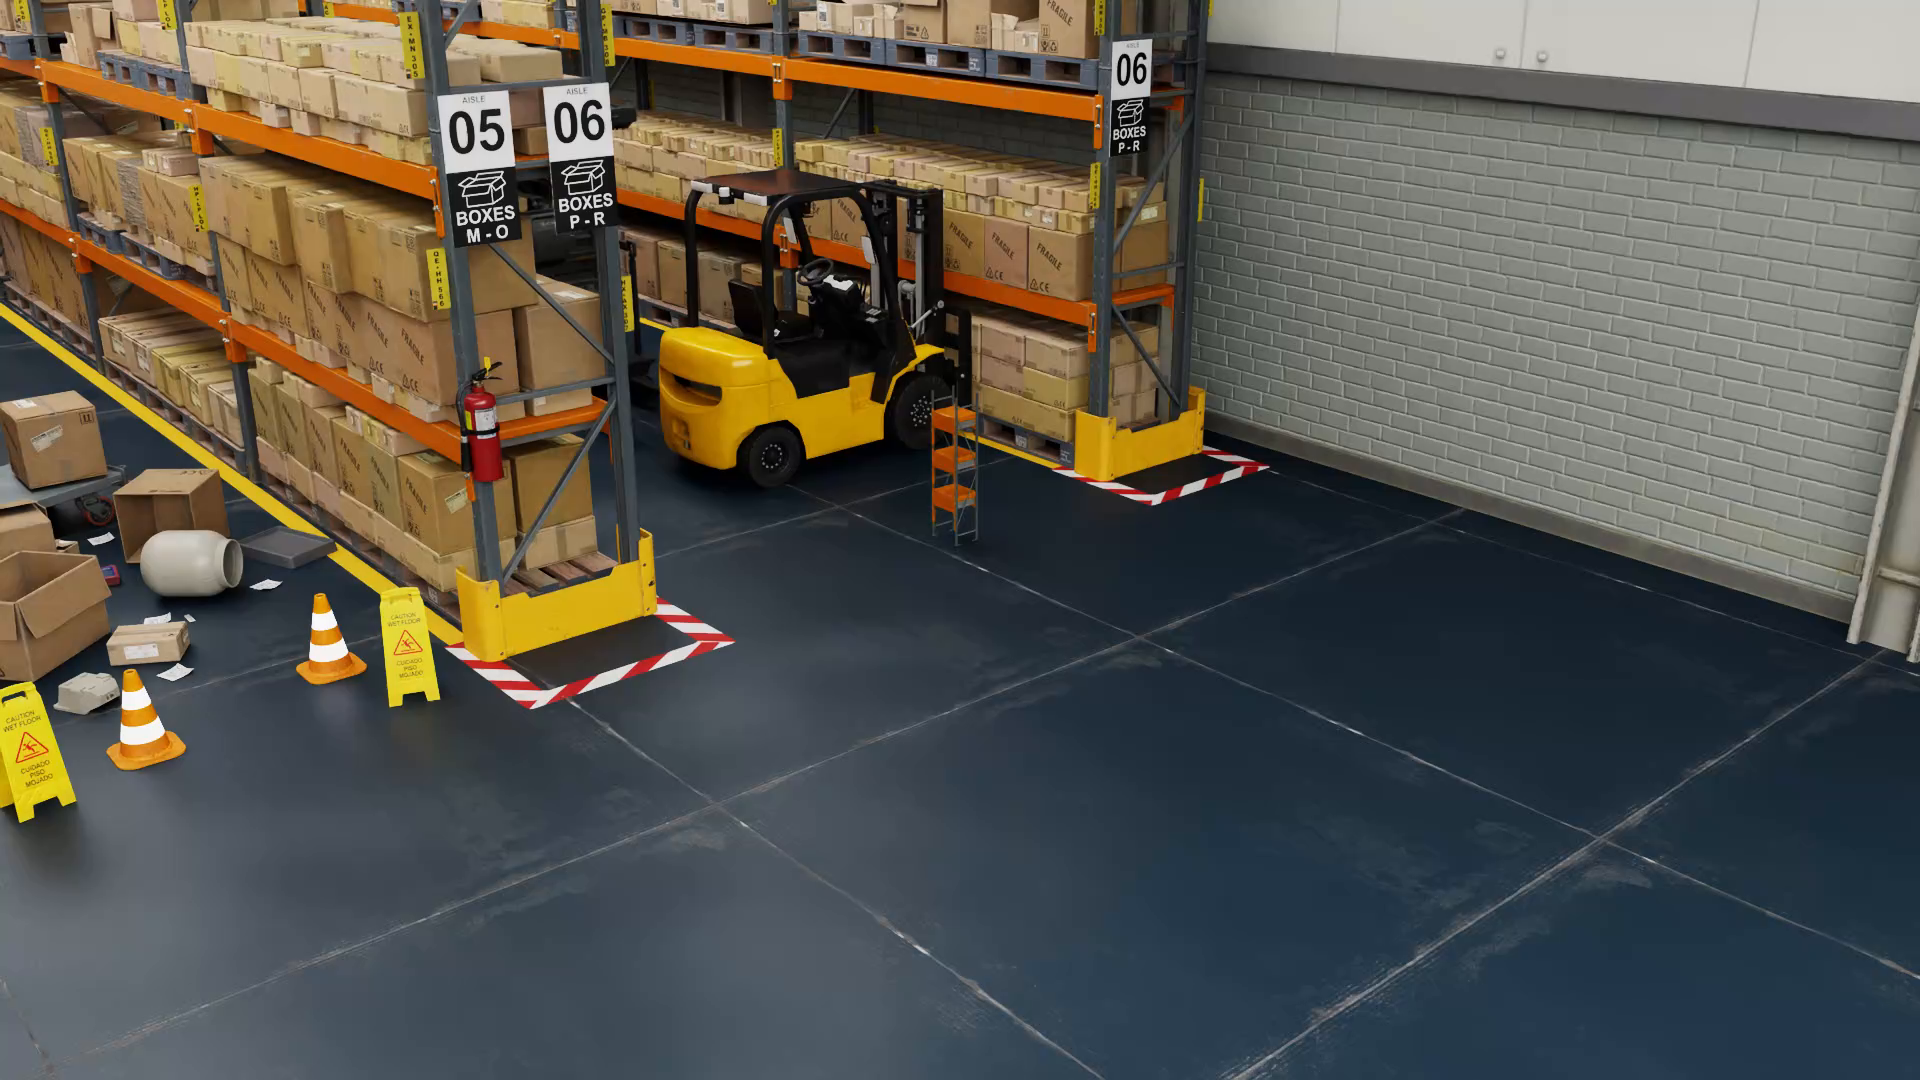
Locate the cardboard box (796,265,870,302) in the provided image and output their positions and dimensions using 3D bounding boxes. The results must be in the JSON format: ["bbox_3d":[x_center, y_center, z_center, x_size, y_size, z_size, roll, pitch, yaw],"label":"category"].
[{"bbox_3d":[-1.138,-2.301,15.070,0.500,0.250,0.500,-18,28,-38],"label":"cardboard box"}]

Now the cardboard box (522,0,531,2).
[{"bbox_3d":[-4.548,-5.942,18.088,0.380,0.149,0.250,-17,27,-36],"label":"cardboard box"}]

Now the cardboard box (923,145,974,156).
[{"bbox_3d":[-0.099,-3.320,14.412,0.380,0.149,0.250,-18,28,-38],"label":"cardboard box"}]

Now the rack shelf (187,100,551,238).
[{"bbox_3d":[-3.669,-2.455,10.513,1.077,0.370,4.000,-17,27,-37],"label":"rack shelf"}]

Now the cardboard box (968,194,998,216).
[{"bbox_3d":[0.281,-2.685,13.199,0.380,0.149,0.250,-19,28,-39],"label":"cardboard box"}]

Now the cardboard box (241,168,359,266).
[{"bbox_3d":[-4.227,-2.132,10.898,0.700,0.500,0.500,-18,28,-39],"label":"cardboard box"}]

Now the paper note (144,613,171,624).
[{"bbox_3d":[-4.929,0.489,10.209,0.148,0.019,0.142,-8,23,-19],"label":"paper note"}]

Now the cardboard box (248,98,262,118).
[{"bbox_3d":[-4.449,-2.875,10.942,0.380,0.149,0.250,-16,27,-36],"label":"cardboard box"}]

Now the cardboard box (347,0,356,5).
[{"bbox_3d":[-7.701,-7.010,21.501,0.380,0.149,0.250,-17,27,-37],"label":"cardboard box"}]

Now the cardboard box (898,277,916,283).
[{"bbox_3d":[-0.406,-2.283,15.024,0.500,0.250,0.500,-18,28,-38],"label":"cardboard box"}]

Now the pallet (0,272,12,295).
[{"bbox_3d":[-10.633,-3.087,19.075,1.003,0.211,1.213,-17,27,-37],"label":"pallet"}]

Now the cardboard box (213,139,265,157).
[{"bbox_3d":[-5.800,-3.118,13.323,0.380,0.149,0.250,-16,26,-35],"label":"cardboard box"}]

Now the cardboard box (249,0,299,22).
[{"bbox_3d":[-5.385,-4.093,12.653,0.500,0.250,0.500,-18,28,-39],"label":"cardboard box"}]

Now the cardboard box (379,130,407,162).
[{"bbox_3d":[-2.995,-2.214,9.254,0.380,0.149,0.250,-17,27,-37],"label":"cardboard box"}]

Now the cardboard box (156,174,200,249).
[{"bbox_3d":[-5.774,-2.536,12.726,0.500,0.500,0.500,-17,27,-37],"label":"cardboard box"}]

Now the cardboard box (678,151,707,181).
[{"bbox_3d":[-2.401,-3.649,16.209,0.500,0.250,0.500,-17,27,-36],"label":"cardboard box"}]

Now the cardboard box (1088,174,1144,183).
[{"bbox_3d":[1.211,-2.743,12.939,0.380,0.149,0.250,-16,27,-36],"label":"cardboard box"}]

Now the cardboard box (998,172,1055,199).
[{"bbox_3d":[0.519,-2.773,13.015,0.380,0.149,0.250,-17,27,-37],"label":"cardboard box"}]

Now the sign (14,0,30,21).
[{"bbox_3d":[-8.011,-4.596,14.174,0.100,0.325,0.005,-17,27,-37],"label":"sign"}]

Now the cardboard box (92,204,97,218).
[{"bbox_3d":[-7.355,-2.910,14.568,0.380,0.149,0.250,-20,29,-41],"label":"cardboard box"}]

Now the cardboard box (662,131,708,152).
[{"bbox_3d":[-2.696,-3.920,16.352,0.380,0.149,0.250,-18,28,-39],"label":"cardboard box"}]

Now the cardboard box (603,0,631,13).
[{"bbox_3d":[-3.134,-5.545,16.566,0.700,0.500,0.500,-18,28,-38],"label":"cardboard box"}]

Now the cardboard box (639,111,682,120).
[{"bbox_3d":[-3.206,-4.495,17.821,0.380,0.149,0.250,-17,27,-36],"label":"cardboard box"}]

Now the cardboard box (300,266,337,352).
[{"bbox_3d":[-3.890,-1.533,10.741,0.500,0.500,0.500,-17,27,-37],"label":"cardboard box"}]

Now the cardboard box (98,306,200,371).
[{"bbox_3d":[-7.224,-1.865,15.159,0.950,0.372,0.625,-20,29,-41],"label":"cardboard box"}]

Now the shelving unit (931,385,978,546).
[{"bbox_3d":[-0.035,-0.504,11.330,0.215,1.050,0.252,-17,27,-37],"label":"shelving unit"}]

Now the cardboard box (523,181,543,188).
[{"bbox_3d":[-5.102,-4.292,20.292,0.380,0.149,0.250,-17,27,-37],"label":"cardboard box"}]

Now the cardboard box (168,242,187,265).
[{"bbox_3d":[-5.873,-2.241,12.861,0.380,0.149,0.250,-18,28,-38],"label":"cardboard box"}]

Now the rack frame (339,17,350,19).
[{"bbox_3d":[-9.049,-6.444,23.824,1.000,3.000,0.127,-17,27,-37],"label":"rack frame"}]

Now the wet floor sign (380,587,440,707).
[{"bbox_3d":[-3.050,0.563,9.163,0.267,0.644,0.232,-8,23,-19],"label":"wet floor sign"}]

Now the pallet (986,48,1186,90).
[{"bbox_3d":[0.953,-3.581,12.521,1.003,0.211,1.213,-17,27,-37],"label":"pallet"}]

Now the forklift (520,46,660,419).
[{"bbox_3d":[-3.385,-2.626,14.171,1.130,2.935,3.031,-18,27,-38],"label":"forklift"}]

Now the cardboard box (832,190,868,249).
[{"bbox_3d":[-0.772,-2.851,14.512,0.500,0.500,0.500,-17,27,-37],"label":"cardboard box"}]

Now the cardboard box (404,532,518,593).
[{"bbox_3d":[-3.110,0.078,10.366,0.500,0.250,0.500,-18,27,-38],"label":"cardboard box"}]

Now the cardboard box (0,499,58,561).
[{"bbox_3d":[-6.044,0.119,10.303,0.797,0.637,0.503,-17,27,-37],"label":"cardboard box"}]

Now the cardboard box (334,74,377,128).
[{"bbox_3d":[-3.219,-2.526,9.505,0.500,0.250,0.500,-18,28,-38],"label":"cardboard box"}]

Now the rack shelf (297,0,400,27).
[{"bbox_3d":[-7.744,-6.953,21.997,1.077,0.370,4.000,-17,27,-37],"label":"rack shelf"}]

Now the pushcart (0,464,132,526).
[{"bbox_3d":[-6.669,-0.168,11.397,0.936,0.377,1.648,12,24,27],"label":"pushcart"}]

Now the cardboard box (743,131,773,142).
[{"bbox_3d":[-1.907,-3.922,16.357,0.380,0.149,0.250,-17,27,-37],"label":"cardboard box"}]

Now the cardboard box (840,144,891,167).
[{"bbox_3d":[-0.821,-3.338,14.459,0.380,0.149,0.250,-18,28,-38],"label":"cardboard box"}]

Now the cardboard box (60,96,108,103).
[{"bbox_3d":[-8.379,-4.039,16.175,0.500,0.500,0.500,-17,27,-36],"label":"cardboard box"}]

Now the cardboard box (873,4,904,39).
[{"bbox_3d":[-0.477,-4.223,13.510,0.396,0.266,0.258,-18,28,-39],"label":"cardboard box"}]

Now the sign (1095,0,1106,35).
[{"bbox_3d":[0.975,-3.670,11.523,0.100,0.325,0.005,-17,27,-37],"label":"sign"}]

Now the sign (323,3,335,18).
[{"bbox_3d":[-4.568,-3.715,12.033,0.100,0.325,0.005,-17,27,-37],"label":"sign"}]

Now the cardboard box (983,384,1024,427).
[{"bbox_3d":[0.531,-1.133,13.458,0.500,0.250,0.500,-17,27,-37],"label":"cardboard box"}]

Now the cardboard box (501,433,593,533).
[{"bbox_3d":[-2.696,-0.400,10.560,0.500,0.500,0.500,-19,28,-39],"label":"cardboard box"}]

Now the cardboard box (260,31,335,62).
[{"bbox_3d":[-4.124,-3.086,10.387,0.380,0.149,0.250,-18,28,-38],"label":"cardboard box"}]

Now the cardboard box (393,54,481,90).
[{"bbox_3d":[-2.808,-2.515,8.930,0.380,0.149,0.250,-17,27,-37],"label":"cardboard box"}]

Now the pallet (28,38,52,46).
[{"bbox_3d":[-8.778,-4.833,15.857,1.003,0.211,1.213,-16,26,-35],"label":"pallet"}]

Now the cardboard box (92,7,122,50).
[{"bbox_3d":[-6.568,-4.081,13.537,0.797,0.503,0.637,-17,27,-37],"label":"cardboard box"}]

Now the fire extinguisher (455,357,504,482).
[{"bbox_3d":[-2.638,-0.664,9.171,0.296,0.674,0.183,-17,27,-37],"label":"fire extinguisher"}]

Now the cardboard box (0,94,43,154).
[{"bbox_3d":[-9.106,-4.064,16.239,0.500,0.500,0.500,-18,28,-38],"label":"cardboard box"}]

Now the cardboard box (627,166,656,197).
[{"bbox_3d":[-3.057,-3.702,17.030,0.500,0.250,0.500,-19,28,-39],"label":"cardboard box"}]

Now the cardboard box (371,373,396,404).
[{"bbox_3d":[-3.361,-0.960,10.166,0.380,0.149,0.250,-17,27,-37],"label":"cardboard box"}]

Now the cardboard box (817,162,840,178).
[{"bbox_3d":[-1.037,-3.255,14.656,0.380,0.149,0.250,-17,27,-36],"label":"cardboard box"}]

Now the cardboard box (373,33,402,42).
[{"bbox_3d":[-3.410,-3.067,10.338,0.380,0.149,0.250,-17,27,-36],"label":"cardboard box"}]
